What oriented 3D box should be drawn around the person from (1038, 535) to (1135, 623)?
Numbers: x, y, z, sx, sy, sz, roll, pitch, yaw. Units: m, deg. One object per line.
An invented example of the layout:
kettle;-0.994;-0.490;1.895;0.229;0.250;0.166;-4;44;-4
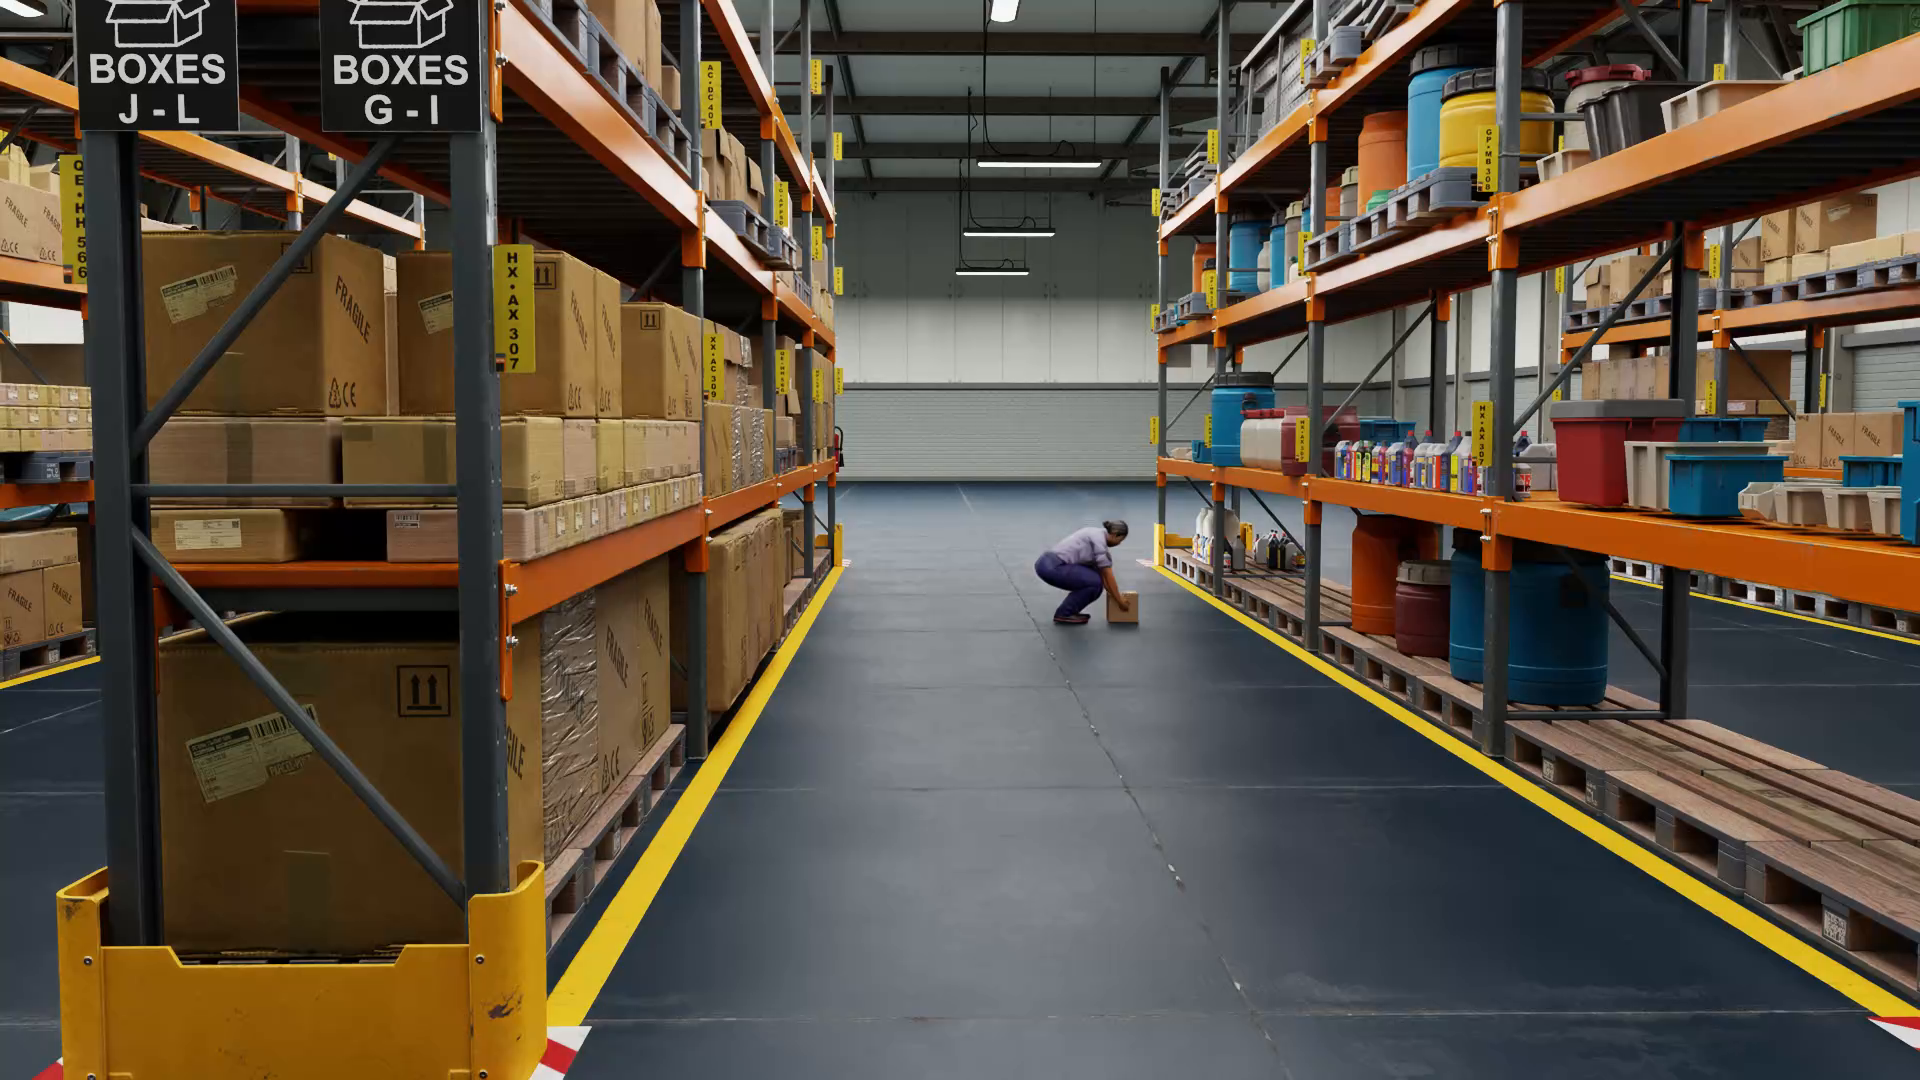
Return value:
person;1.096;0.366;14.393;0.844;0.808;0.514;0;4;-2
